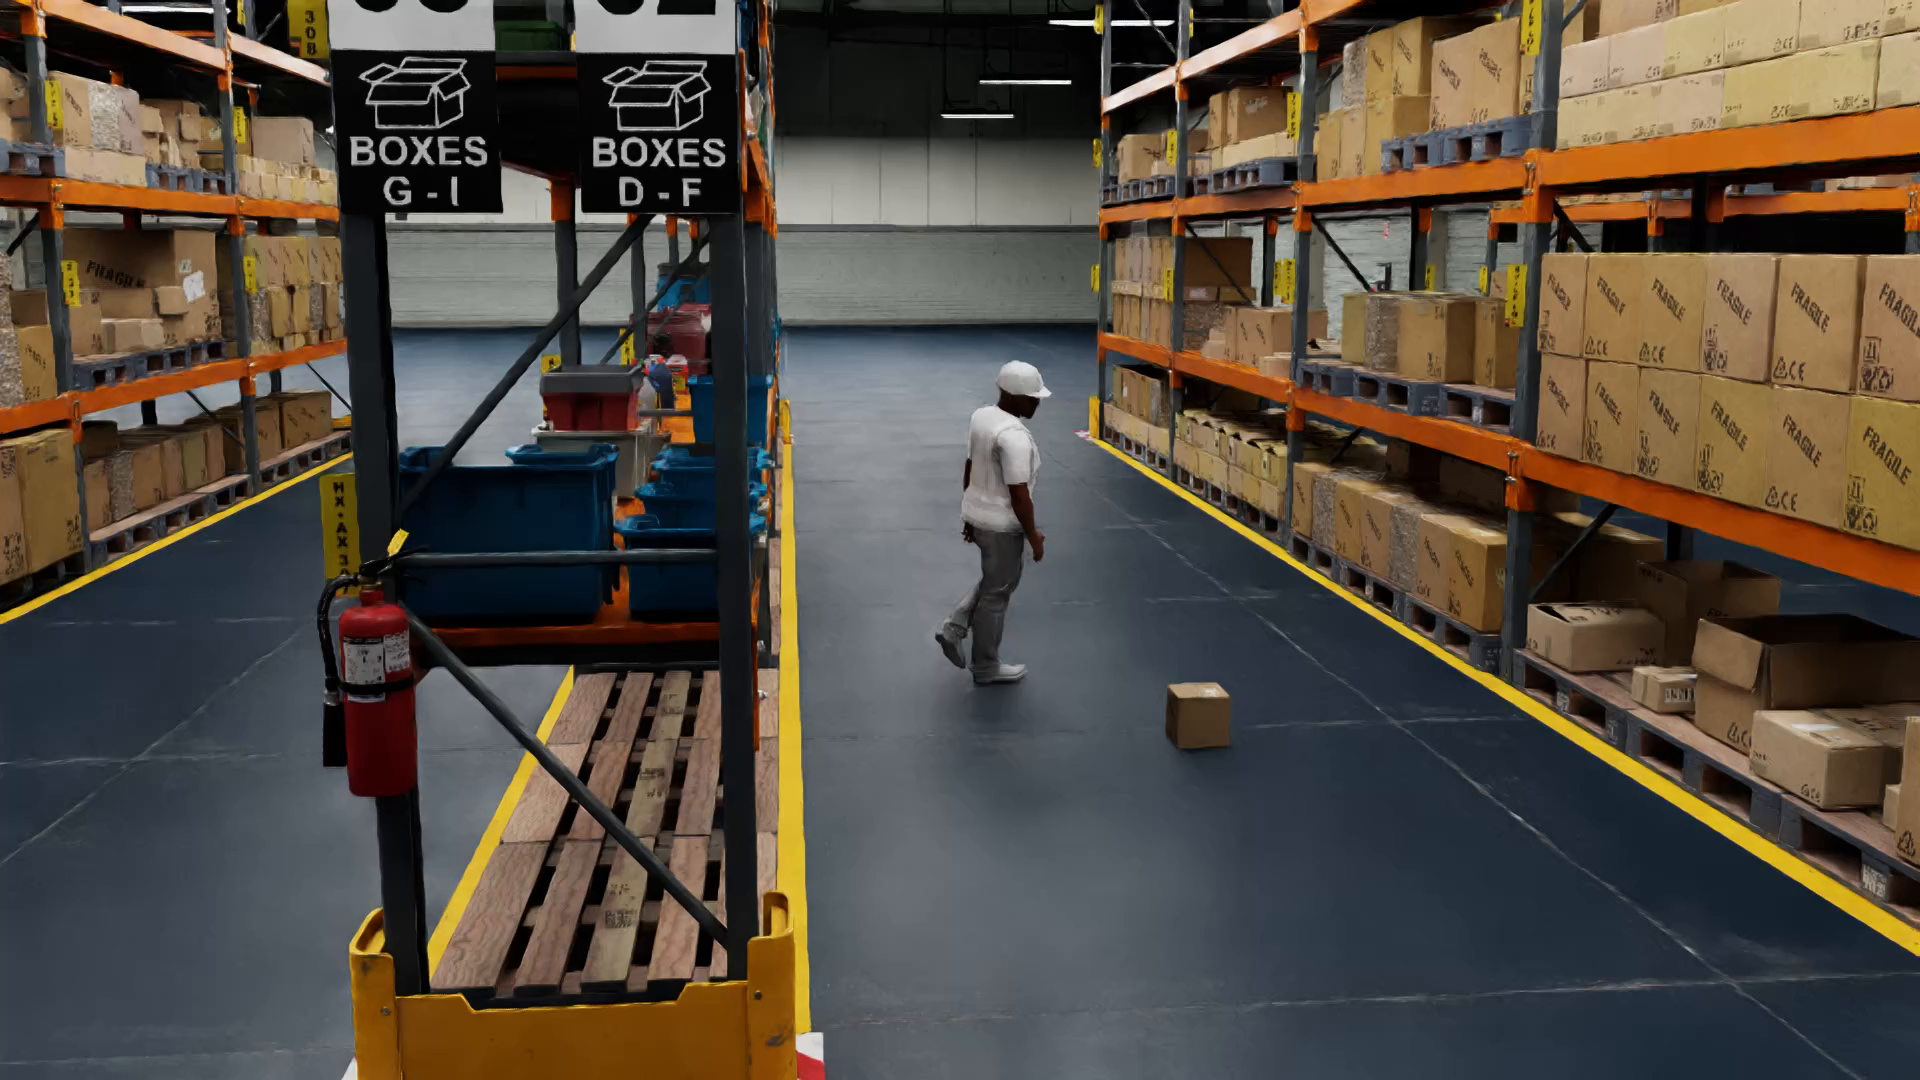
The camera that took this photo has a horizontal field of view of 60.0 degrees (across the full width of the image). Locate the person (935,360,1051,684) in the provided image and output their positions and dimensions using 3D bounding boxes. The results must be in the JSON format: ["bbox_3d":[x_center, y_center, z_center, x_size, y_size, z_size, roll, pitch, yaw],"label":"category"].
[{"bbox_3d":[0.174,-0.076,8.767,0.500,1.750,0.637,-4,11,-21],"label":"person"}]
